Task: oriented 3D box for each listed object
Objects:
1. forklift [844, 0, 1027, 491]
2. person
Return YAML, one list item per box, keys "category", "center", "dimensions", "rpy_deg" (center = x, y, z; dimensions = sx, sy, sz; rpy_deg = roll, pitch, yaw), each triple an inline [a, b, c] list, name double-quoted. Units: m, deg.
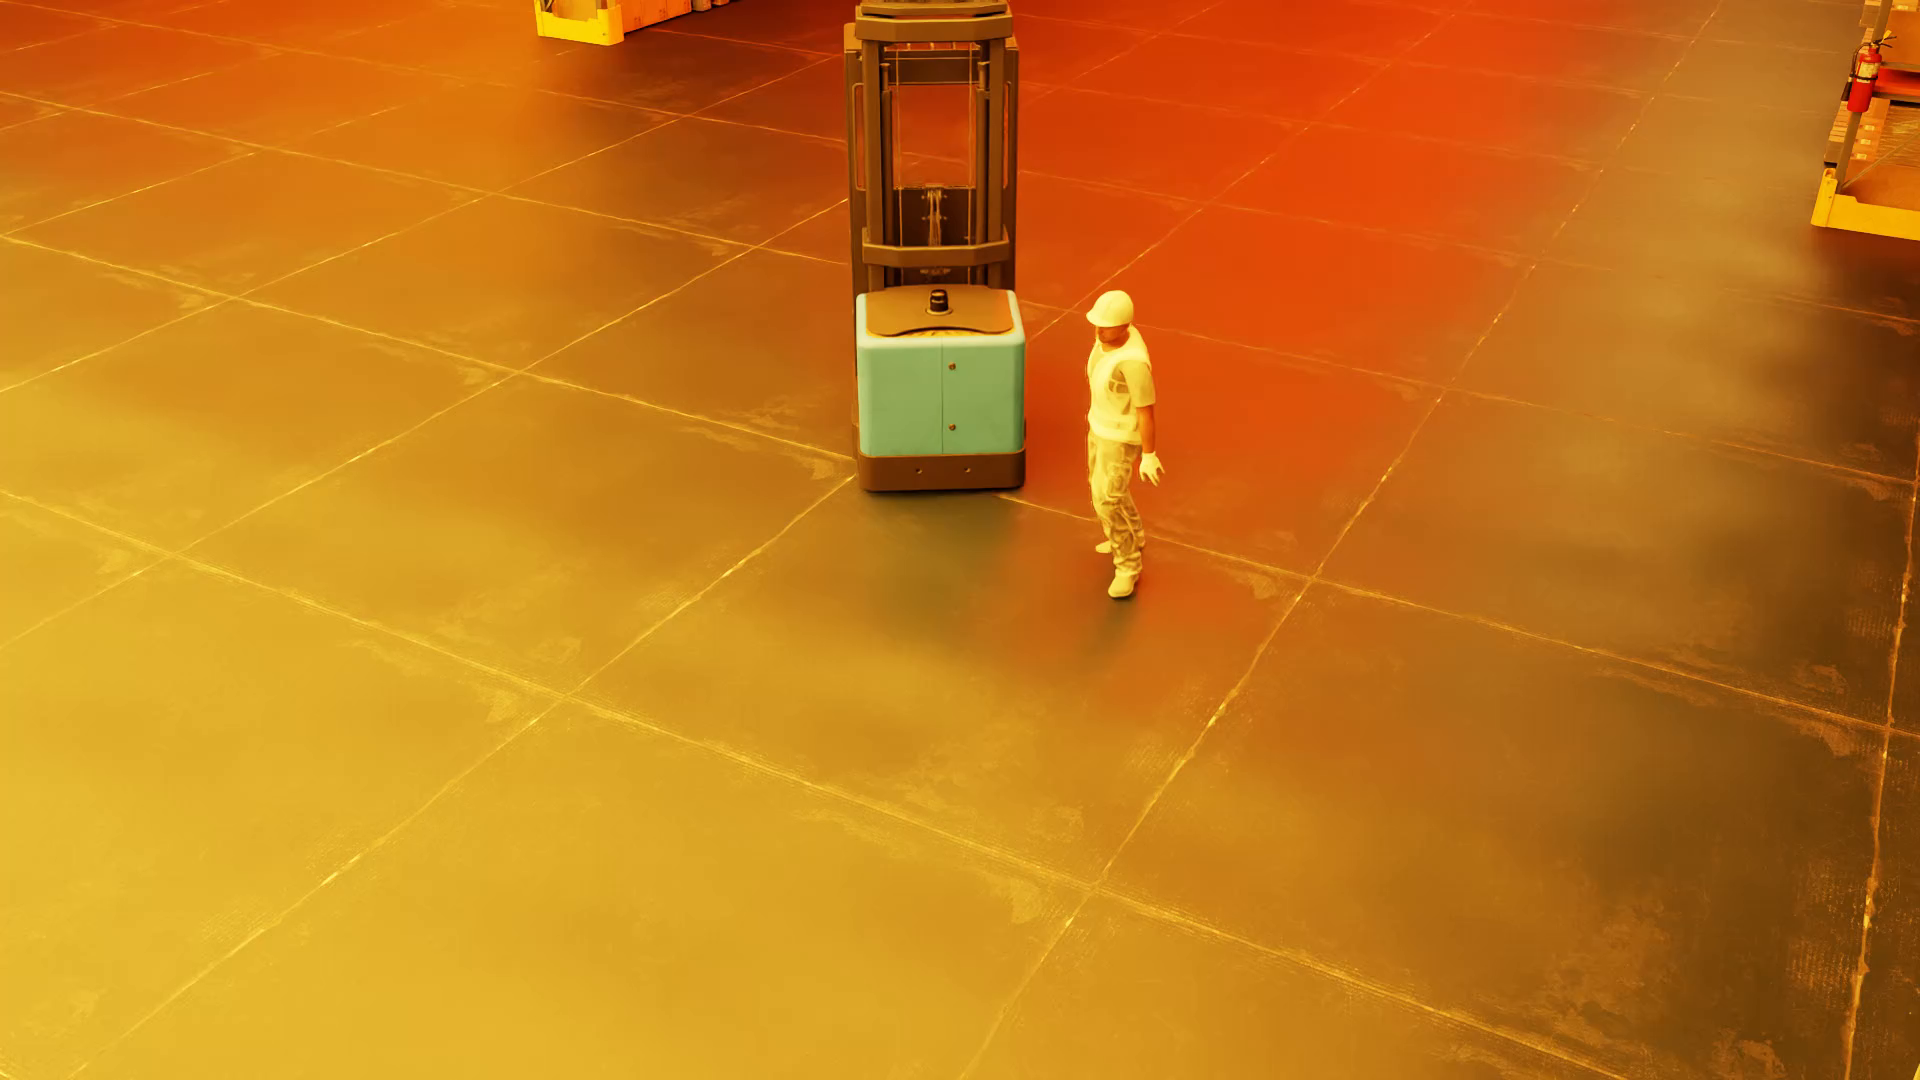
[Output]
- category: "forklift"
  center: [-0.191, -2.280, 11.022]
  dimensions: [1.130, 2.935, 3.031]
  rpy_deg: [-2, 30, -3]
- category: "person"
  center: [0.893, -0.618, 9.376]
  dimensions: [0.464, 1.747, 0.902]
  rpy_deg: [-4, 30, -7]
